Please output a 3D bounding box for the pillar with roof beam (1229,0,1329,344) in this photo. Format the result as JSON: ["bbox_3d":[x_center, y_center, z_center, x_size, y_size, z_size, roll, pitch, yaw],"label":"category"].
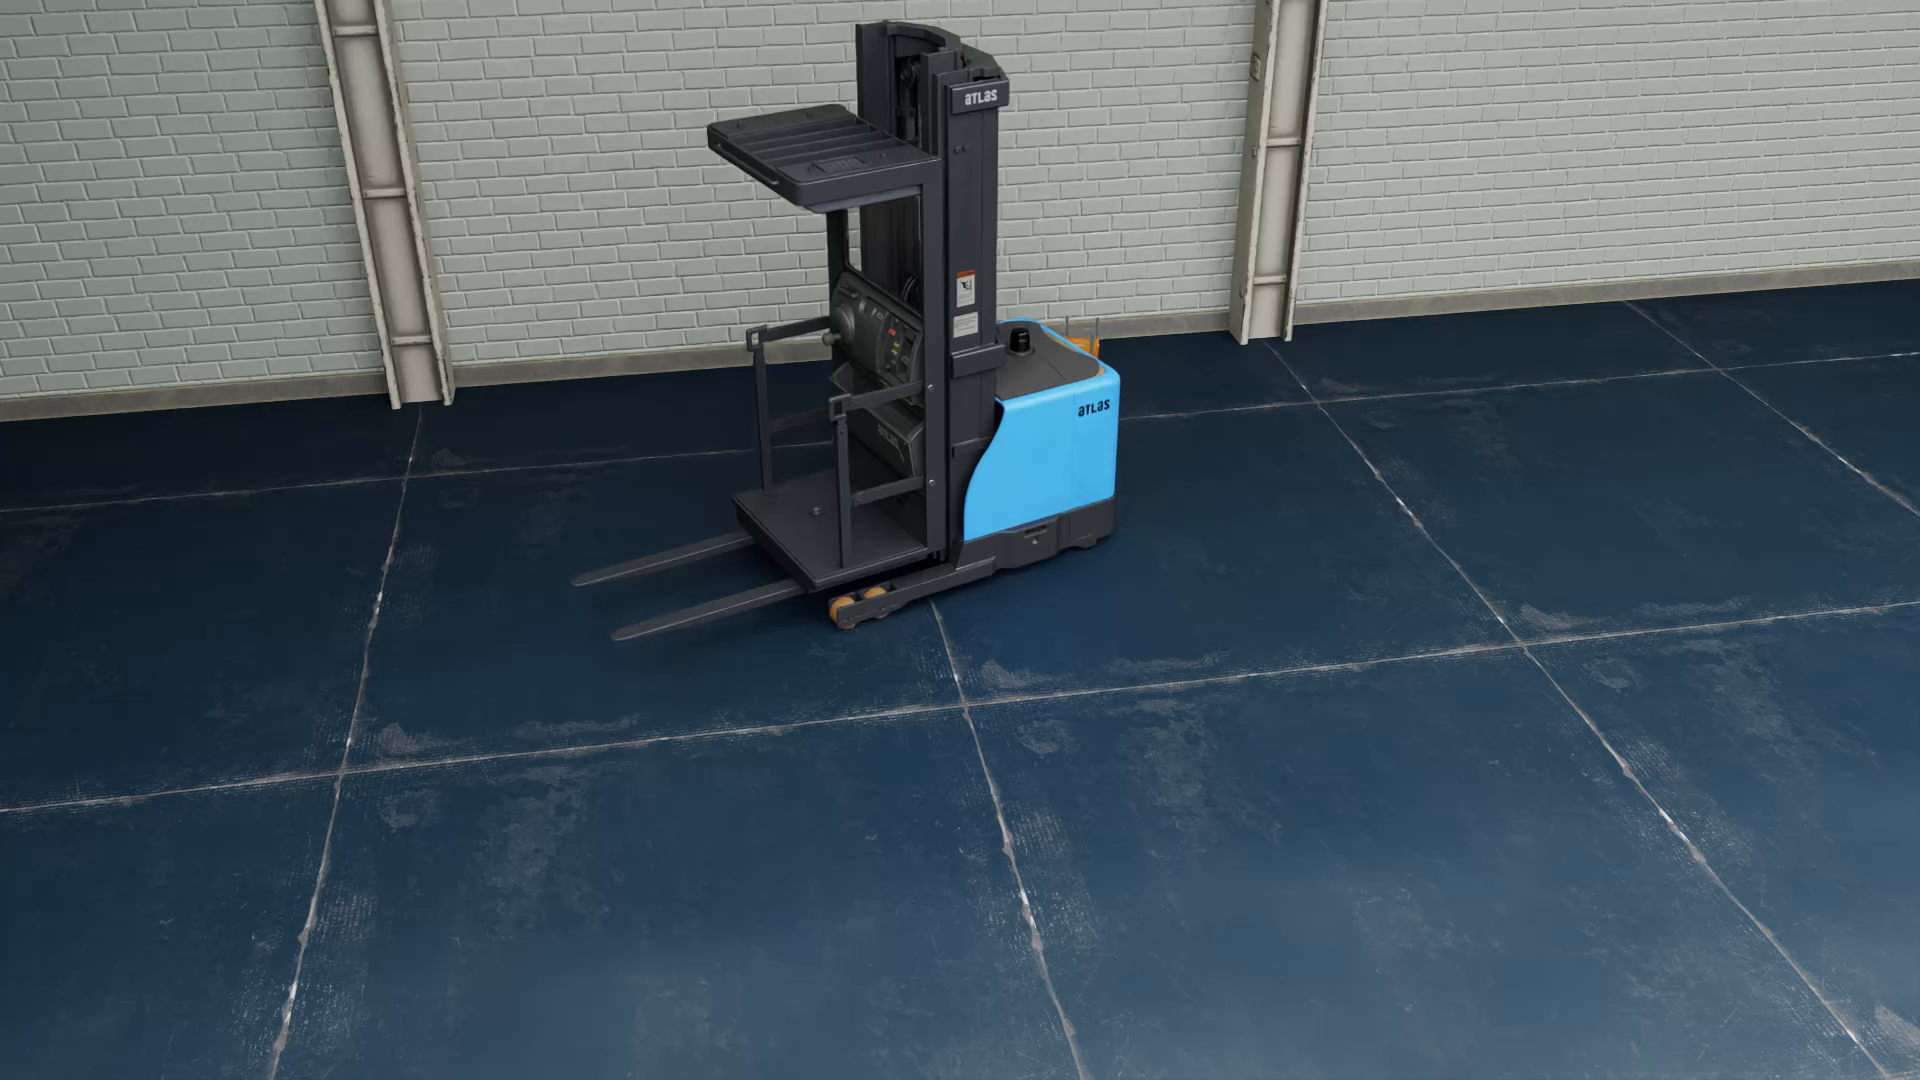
[{"bbox_3d":[2.998,-3.261,6.418,0.400,9.000,9.100,-5,31,-9],"label":"pillar with roof beam"}]

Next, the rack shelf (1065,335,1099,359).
[{"bbox_3d":[0.710,-1.058,9.975,0.215,0.259,0.240,6,31,9],"label":"rack shelf"}]

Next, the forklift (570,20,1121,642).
[{"bbox_3d":[-0.624,-1.094,8.719,3.031,2.935,1.130,-17,34,-26],"label":"forklift"}]

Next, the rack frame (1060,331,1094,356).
[{"bbox_3d":[0.687,-0.762,10.010,0.200,1.050,0.008,6,31,9],"label":"rack frame"}]

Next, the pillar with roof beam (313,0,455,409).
[{"bbox_3d":[-2.904,-2.713,5.486,0.400,9.000,9.100,-5,31,-9],"label":"pillar with roof beam"}]

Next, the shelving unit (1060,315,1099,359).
[{"bbox_3d":[0.710,-0.823,10.113,0.215,1.050,0.252,6,31,9],"label":"shelving unit"}]

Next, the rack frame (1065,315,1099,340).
[{"bbox_3d":[0.733,-0.883,10.216,0.200,1.050,0.008,6,31,9],"label":"rack frame"}]
